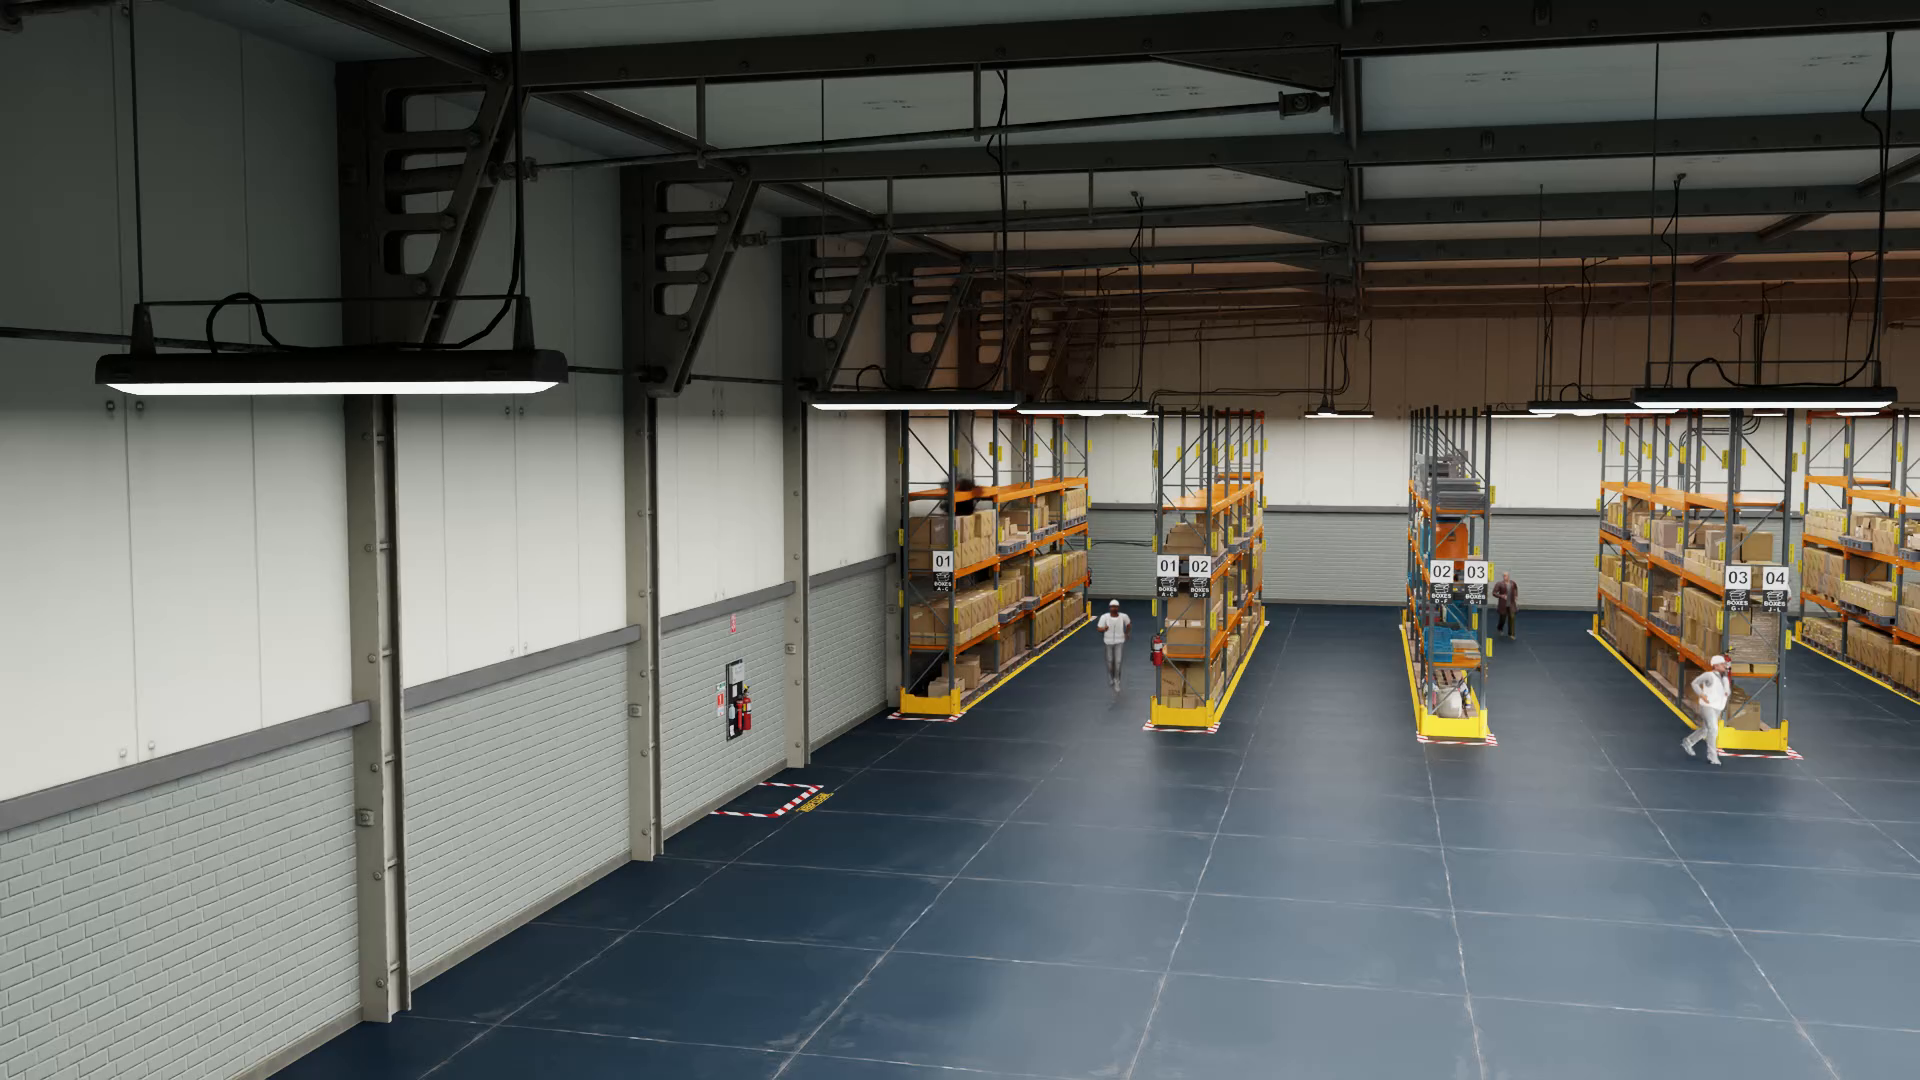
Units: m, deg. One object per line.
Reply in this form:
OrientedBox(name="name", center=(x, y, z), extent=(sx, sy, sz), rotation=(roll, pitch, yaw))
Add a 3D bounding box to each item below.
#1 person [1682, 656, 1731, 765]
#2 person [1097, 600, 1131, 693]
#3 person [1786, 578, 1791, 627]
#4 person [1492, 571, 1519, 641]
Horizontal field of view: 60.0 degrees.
OrientedBox(name="person", center=(12.710, 2.842, 28.134), extent=(0.666, 1.798, 0.849), rotation=(-2, 5, -28))
OrientedBox(name="person", center=(3.138, 2.140, 33.891), extent=(0.677, 1.854, 0.718), rotation=(1, 4, 7))
OrientedBox(name="person", center=(21.998, 1.733, 44.665), extent=(0.520, 1.606, 0.677), rotation=(1, 4, 16))
OrientedBox(name="person", center=(14.228, 1.696, 43.341), extent=(0.717, 1.761, 1.072), rotation=(0, 4, 1))
